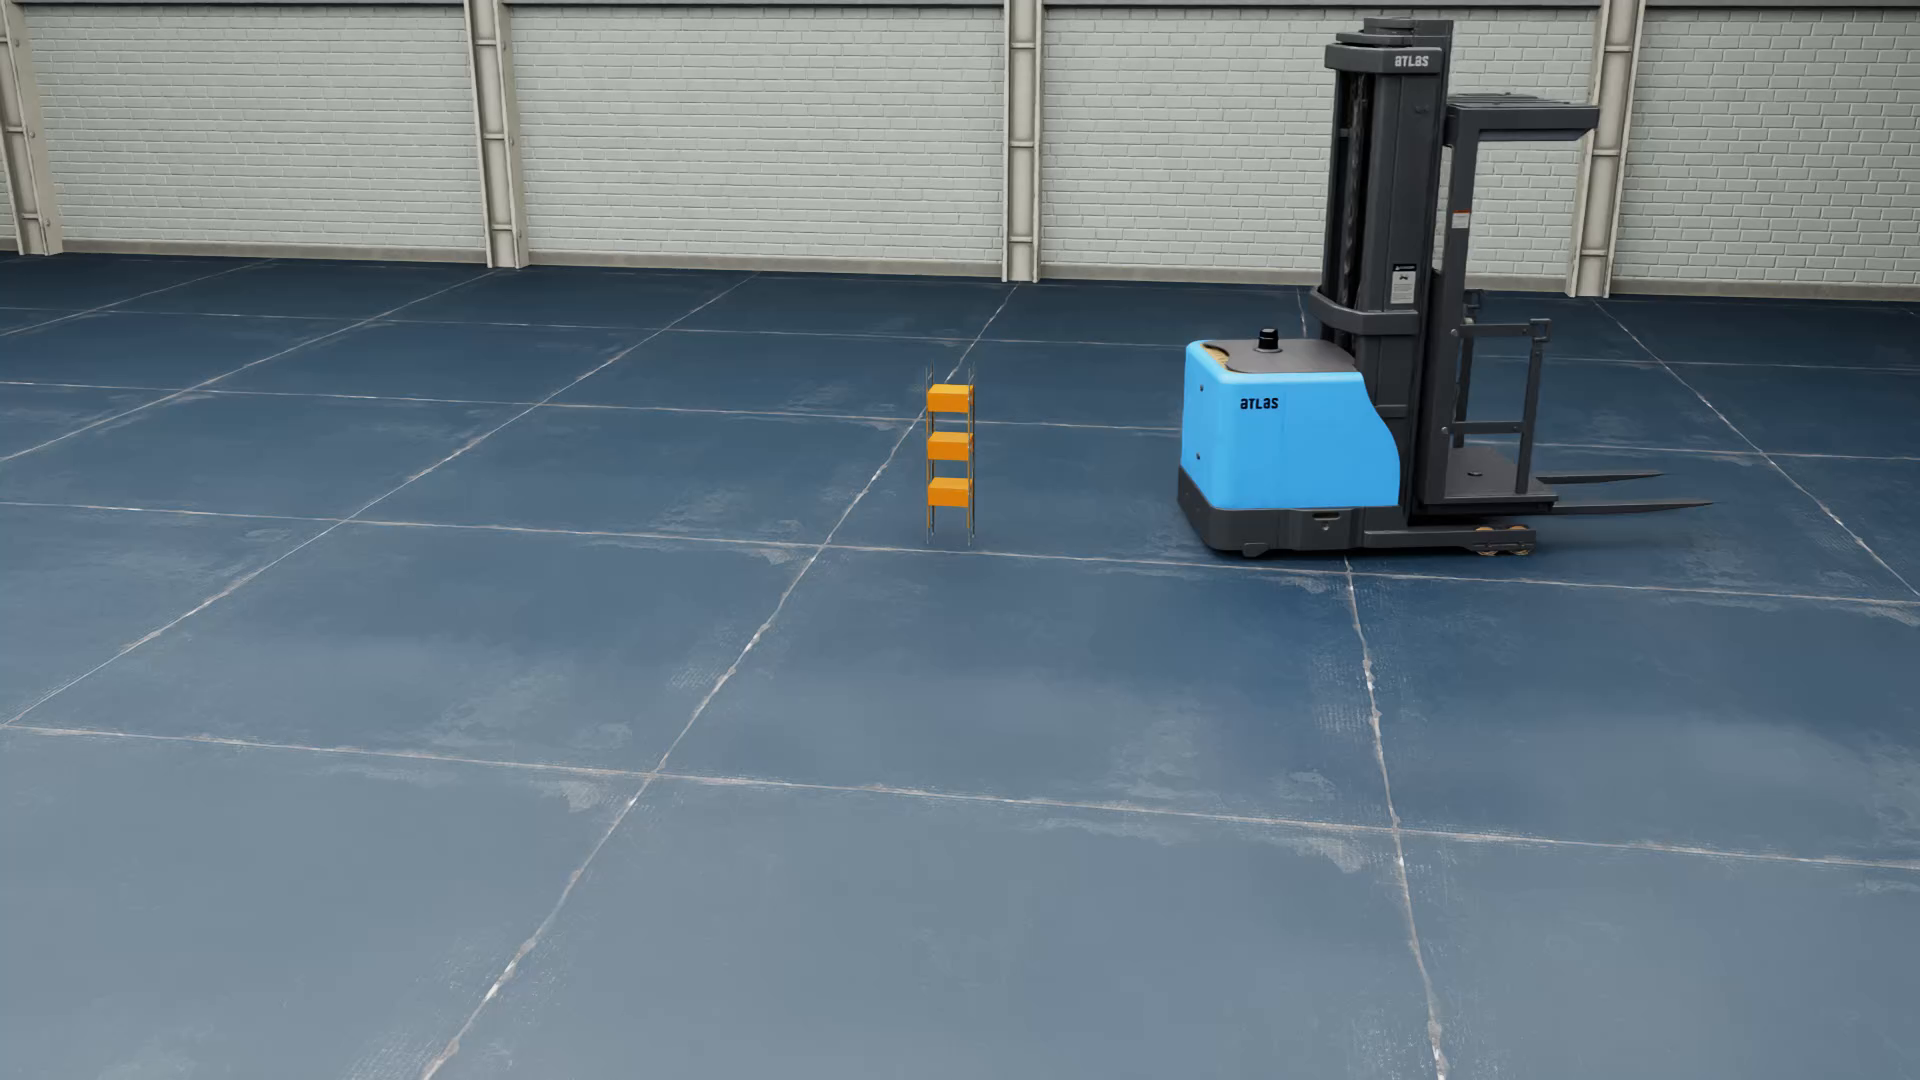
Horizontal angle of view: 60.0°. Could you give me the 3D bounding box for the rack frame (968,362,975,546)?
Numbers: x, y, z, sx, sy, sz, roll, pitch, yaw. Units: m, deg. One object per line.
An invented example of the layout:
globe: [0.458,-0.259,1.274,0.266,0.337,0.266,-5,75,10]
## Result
rack frame: [0.068,-0.494,9.626,0.008,1.050,0.200,3,19,9]

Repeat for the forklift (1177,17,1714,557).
forklift: [2.888,-1.463,9.557,3.031,2.935,1.130,-1,19,-4]

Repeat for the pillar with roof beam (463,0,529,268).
pillar with roof beam: [-5.927,-6.107,13.874,0.400,9.000,9.100,3,19,9]

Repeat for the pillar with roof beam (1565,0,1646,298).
pillar with roof beam: [5.921,-5.503,12.069,0.400,9.000,9.100,3,19,9]

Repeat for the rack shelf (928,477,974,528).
rack shelf: [-0.053,-0.227,9.736,0.240,0.259,0.215,3,19,9]

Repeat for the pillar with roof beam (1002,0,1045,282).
pillar with roof beam: [-0.003,-5.805,12.971,0.400,9.000,9.100,3,19,9]

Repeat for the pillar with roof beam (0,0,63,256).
pillar with roof beam: [-11.851,-6.409,14.776,0.400,9.000,9.100,3,19,9]

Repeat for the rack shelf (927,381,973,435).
rack shelf: [-0.053,-0.760,9.558,0.240,0.259,0.215,3,19,9]

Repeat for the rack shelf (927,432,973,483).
rack shelf: [-0.053,-0.491,9.648,0.240,0.259,0.215,3,19,9]

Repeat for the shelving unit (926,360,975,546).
shelving unit: [-0.053,-0.501,9.645,0.252,1.050,0.215,3,19,9]

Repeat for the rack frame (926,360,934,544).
rack frame: [-0.173,-0.507,9.663,0.008,1.050,0.200,3,19,9]
